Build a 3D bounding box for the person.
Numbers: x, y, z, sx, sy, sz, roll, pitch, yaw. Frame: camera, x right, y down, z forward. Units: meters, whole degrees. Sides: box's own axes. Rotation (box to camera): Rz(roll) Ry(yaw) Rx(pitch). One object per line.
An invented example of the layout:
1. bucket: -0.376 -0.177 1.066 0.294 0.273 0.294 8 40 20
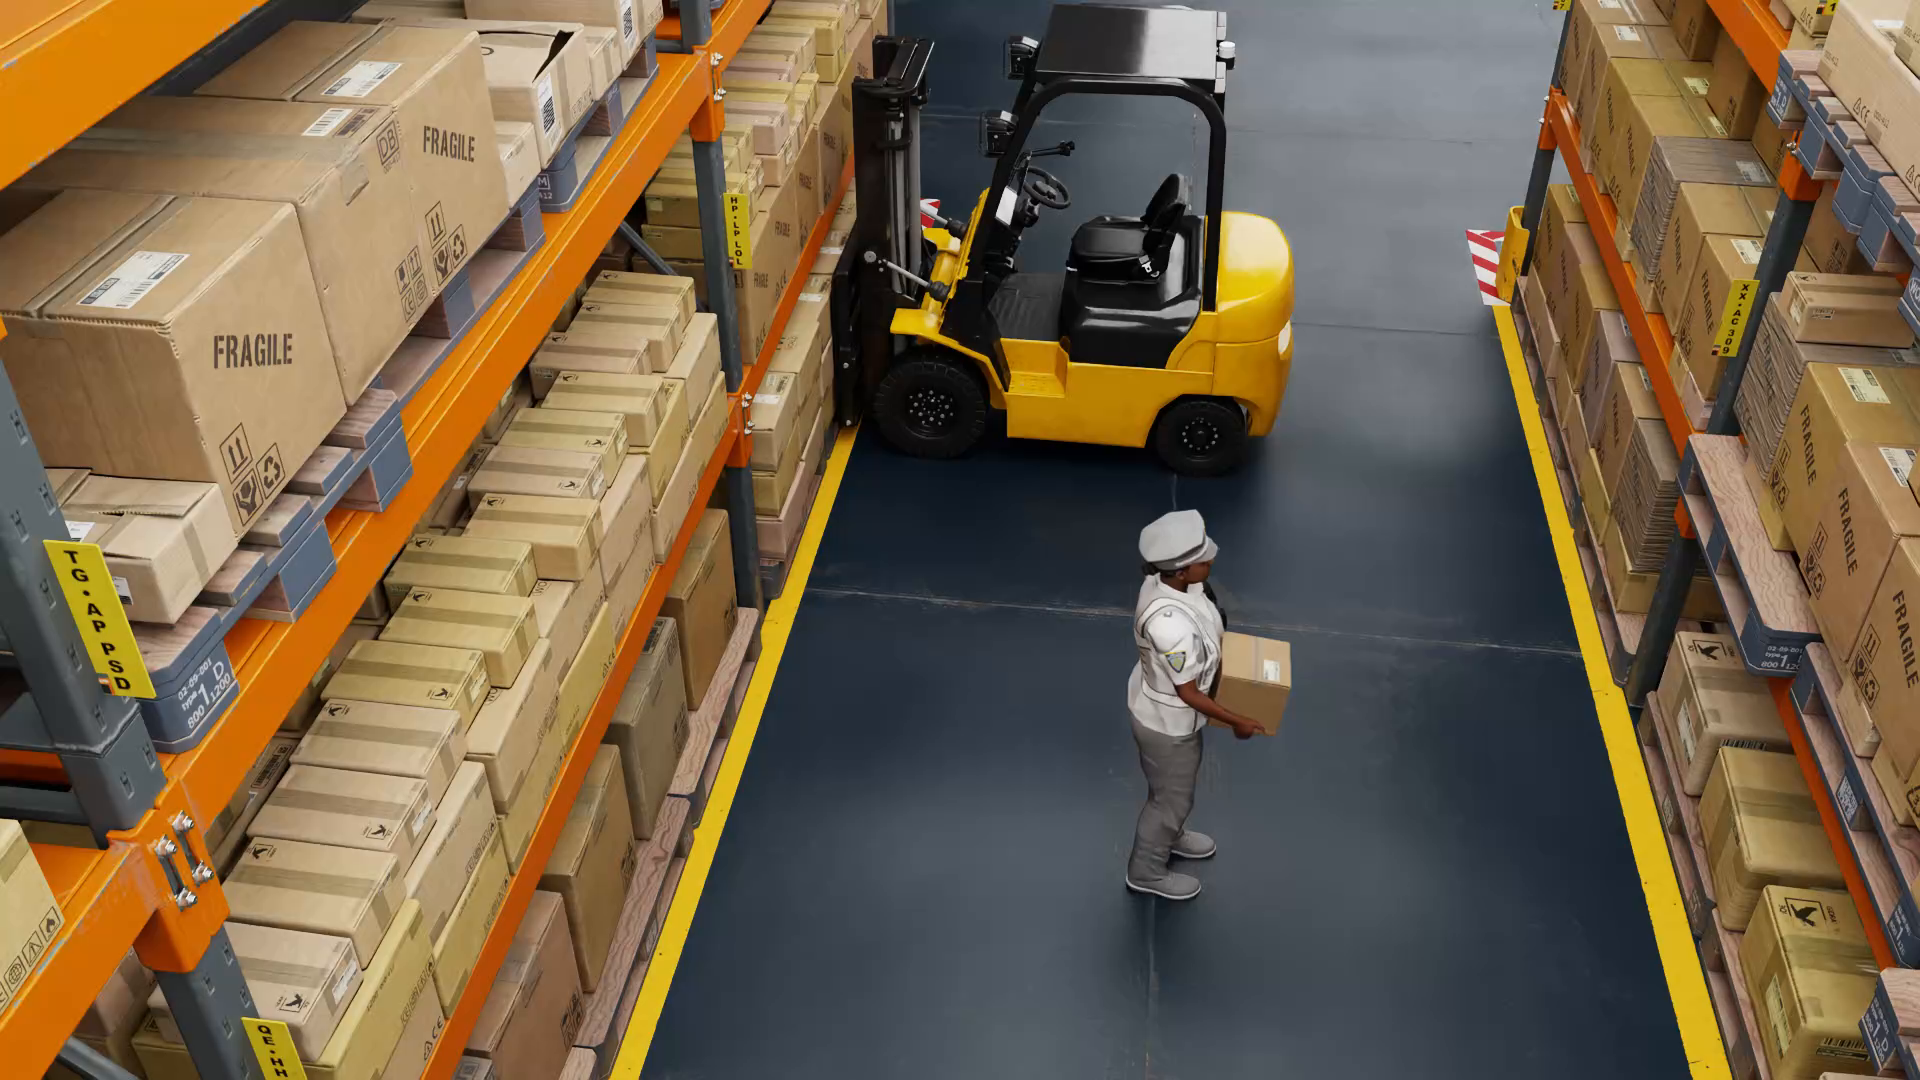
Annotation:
1. person: 0.872 0.630 6.164 0.510 1.691 0.449 5 37 6
